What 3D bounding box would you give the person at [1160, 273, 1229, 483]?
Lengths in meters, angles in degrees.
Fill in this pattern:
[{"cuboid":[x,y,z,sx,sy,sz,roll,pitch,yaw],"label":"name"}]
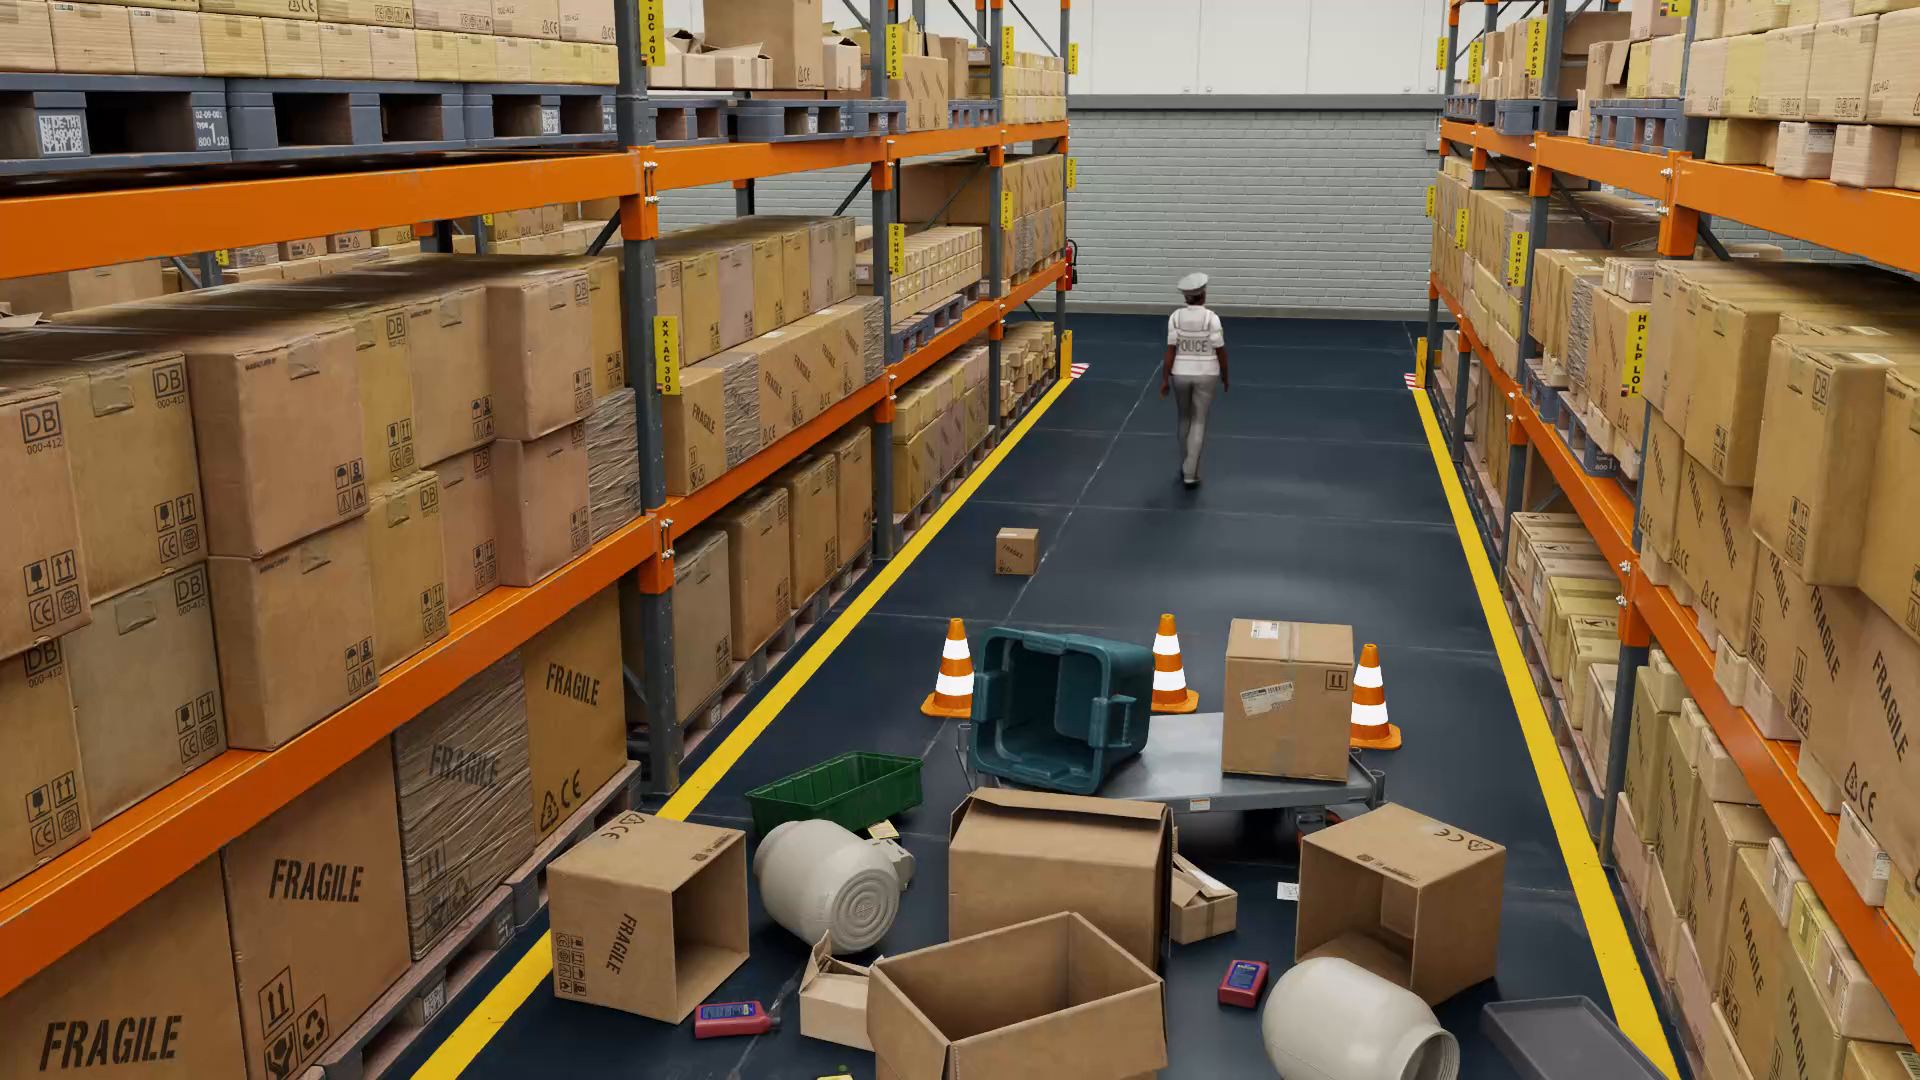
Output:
[{"cuboid":[1.925,-1.319,13.443,0.486,1.683,0.824,7,16,24],"label":"person"}]
